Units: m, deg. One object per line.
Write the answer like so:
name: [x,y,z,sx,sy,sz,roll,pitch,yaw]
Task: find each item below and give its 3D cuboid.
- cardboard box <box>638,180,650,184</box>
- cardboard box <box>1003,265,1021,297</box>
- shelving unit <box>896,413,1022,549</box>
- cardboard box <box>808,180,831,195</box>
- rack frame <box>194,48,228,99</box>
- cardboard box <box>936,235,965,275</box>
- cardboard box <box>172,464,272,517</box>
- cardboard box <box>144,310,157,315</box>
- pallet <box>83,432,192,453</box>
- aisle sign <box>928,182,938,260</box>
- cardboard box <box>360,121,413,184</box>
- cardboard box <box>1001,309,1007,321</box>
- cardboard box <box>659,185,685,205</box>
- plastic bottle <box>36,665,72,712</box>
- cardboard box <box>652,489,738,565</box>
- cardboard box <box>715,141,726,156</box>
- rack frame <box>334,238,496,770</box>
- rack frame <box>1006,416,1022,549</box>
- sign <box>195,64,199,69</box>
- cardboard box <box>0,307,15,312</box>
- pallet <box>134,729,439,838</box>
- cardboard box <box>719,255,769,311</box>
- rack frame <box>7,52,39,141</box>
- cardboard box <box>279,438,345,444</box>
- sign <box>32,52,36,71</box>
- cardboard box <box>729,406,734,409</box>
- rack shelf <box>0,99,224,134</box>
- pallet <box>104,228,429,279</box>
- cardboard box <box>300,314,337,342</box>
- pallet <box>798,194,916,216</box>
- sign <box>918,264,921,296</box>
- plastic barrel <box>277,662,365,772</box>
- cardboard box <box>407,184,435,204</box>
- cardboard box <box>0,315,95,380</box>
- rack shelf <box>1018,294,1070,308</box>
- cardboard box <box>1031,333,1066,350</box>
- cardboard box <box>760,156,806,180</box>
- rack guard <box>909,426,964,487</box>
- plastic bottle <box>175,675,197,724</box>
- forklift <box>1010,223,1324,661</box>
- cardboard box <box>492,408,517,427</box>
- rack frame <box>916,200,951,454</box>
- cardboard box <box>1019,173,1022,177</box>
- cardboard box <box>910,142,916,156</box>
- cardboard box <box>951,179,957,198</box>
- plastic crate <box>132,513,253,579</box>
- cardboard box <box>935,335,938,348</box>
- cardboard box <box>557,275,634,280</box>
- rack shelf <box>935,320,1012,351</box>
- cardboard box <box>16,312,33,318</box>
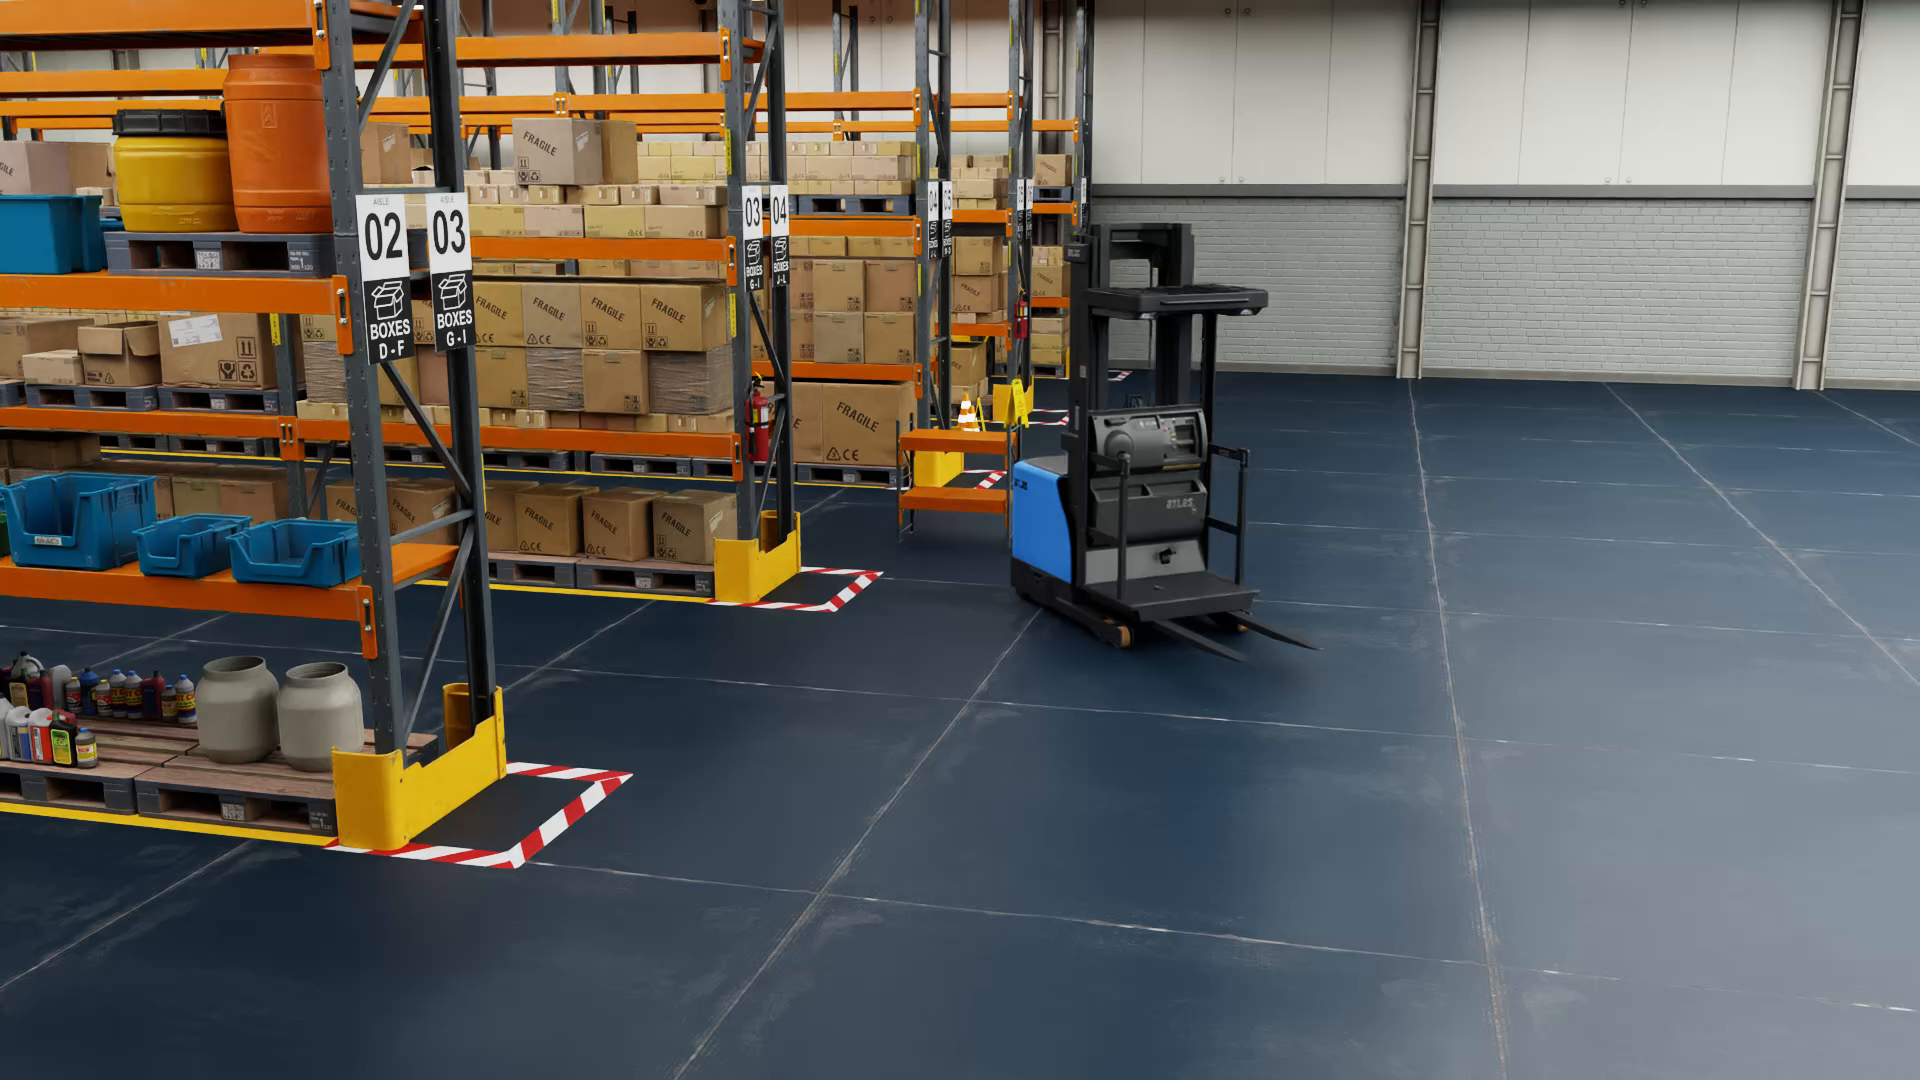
cardboard box: [-3.394,-3.817,17.983,0.250,0.149,0.380,3,13,13]
cardboard box: [0.955,-4.269,27.334,0.500,0.500,0.500,3,13,15]
shelving unit: [-0.007,-0.549,15.130,1.048,1.125,0.538,3,13,14]
cardboard box: [-1.420,-3.712,17.508,0.250,0.149,0.380,3,13,14]
rack frame: [-13.537,-7.980,30.441,0.127,3.000,1.000,3,13,14]
cardboard box: [-0.226,-3.867,22.529,0.500,0.500,0.700,3,13,14]
cardboard box: [-6.496,-0.360,14.702,0.500,0.500,0.700,3,13,13]
cardboard box: [-9.391,-2.743,19.611,0.250,0.149,0.380,3,13,14]
pallet: [-9.983,-1.289,20.572,1.213,0.211,1.003,3,13,14]
aisle sign: [-0.280,-3.333,17.345,0.004,0.787,0.394,3,13,14]
cardboard box: [-4.948,-3.233,13.900,0.500,0.500,0.500,3,13,12]
cardboard box: [0.531,-3.115,22.945,0.250,0.149,0.380,3,13,14]
cardboard box: [-2.132,-2.665,12.839,0.250,0.149,0.380,3,13,12]
plastic bottle: [-5.282,0.865,9.698,0.135,0.276,0.152,3,13,15]
cardboard box: [-2.165,-0.113,13.637,0.500,0.500,0.500,6,14,24]
cardboard box: [-2.411,-4.154,17.659,0.250,0.149,0.380,3,13,13]
rack frame: [-2.750,-0.051,8.555,0.127,3.000,1.000,3,13,14]
rack frame: [0.487,-0.523,15.011,0.032,1.125,0.500,3,13,14]
sign: [-13.667,-8.360,29.817,0.005,0.325,0.100,3,13,14]
cardboard box: [-11.403,-2.851,20.097,0.250,0.149,0.380,3,13,12]
pallet: [-3.622,1.273,9.025,1.213,0.211,1.003,3,13,14]
cardboard box: [-2.240,-2.825,18.219,0.500,0.550,0.875,3,13,14]
rack frame: [-14.723,-6.936,25.735,0.127,3.000,1.000,3,13,14]
cardboard box: [-7.474,-1.602,19.769,0.750,0.750,1.050,3,13,13]
sign: [-14.579,-7.544,26.136,0.005,0.325,0.100,3,13,14]
cardboard box: [-1.783,-1.035,13.569,0.250,0.149,0.380,3,13,14]
rack shelf: [-9.985,-5.032,19.738,4.000,0.370,1.077,3,13,14]
pallet: [-3.529,-1.487,8.537,1.213,0.211,1.003,3,13,14]
cardboard box: [-5.070,-1.906,13.688,0.500,0.500,0.500,3,13,14]
pallet: [-0.999,-3.588,17.775,1.213,0.211,1.003,3,13,14]
sign: [-0.420,-2.698,17.265,0.005,0.325,0.100,3,13,14]
plastic barrel: [-3.407,0.940,8.860,0.421,0.512,0.421,0,13,0]
cardboard box: [-4.185,-2.751,13.222,0.250,0.149,0.380,3,13,12]
cardboard box: [-8.230,-1.734,14.940,0.500,0.500,0.700,5,13,22]
rack shelf: [0.055,-3.973,27.894,4.000,0.370,1.077,3,13,14]
cardboard box: [1.450,-3.287,27.364,0.500,0.250,0.500,3,13,13]
cardboard box: [-1.791,-3.940,17.616,0.500,0.250,0.500,3,13,13]
rack guard: [-0.253,-0.909,18.192,0.348,0.500,1.175,3,13,14]
plastic bottle: [-4.435,0.906,9.522,0.097,0.271,0.097,0,13,0]
forklift: [1.475,-0.764,11.927,1.130,2.935,3.031,-6,14,-24]
cardboard box: [-3.597,-1.025,13.523,0.250,0.149,0.380,3,13,14]
rack frame: [-0.276,-2.130,17.927,0.127,3.000,1.000,3,13,14]
cardboard box: [0.874,-5.866,26.947,0.258,0.266,0.396,3,13,14]
cardboard box: [-0.524,-4.200,17.866,0.250,0.149,0.380,3,13,14]
cardboard box: [-0.235,-4.712,22.298,0.500,0.250,0.500,3,13,13]
plastic crate: [-3.936,0.024,8.562,0.408,0.251,0.499,3,13,14]
cardboard box: [-0.401,-2.714,22.706,0.250,0.149,0.380,3,13,15]
cardboard box: [-3.001,-1.914,13.724,0.500,0.500,0.500,3,13,14]
rack shelf: [-1.130,-2.929,23.188,4.000,0.370,1.077,3,13,14]
cardboard box: [-11.142,-2.691,20.066,0.250,0.149,0.380,3,13,14]
